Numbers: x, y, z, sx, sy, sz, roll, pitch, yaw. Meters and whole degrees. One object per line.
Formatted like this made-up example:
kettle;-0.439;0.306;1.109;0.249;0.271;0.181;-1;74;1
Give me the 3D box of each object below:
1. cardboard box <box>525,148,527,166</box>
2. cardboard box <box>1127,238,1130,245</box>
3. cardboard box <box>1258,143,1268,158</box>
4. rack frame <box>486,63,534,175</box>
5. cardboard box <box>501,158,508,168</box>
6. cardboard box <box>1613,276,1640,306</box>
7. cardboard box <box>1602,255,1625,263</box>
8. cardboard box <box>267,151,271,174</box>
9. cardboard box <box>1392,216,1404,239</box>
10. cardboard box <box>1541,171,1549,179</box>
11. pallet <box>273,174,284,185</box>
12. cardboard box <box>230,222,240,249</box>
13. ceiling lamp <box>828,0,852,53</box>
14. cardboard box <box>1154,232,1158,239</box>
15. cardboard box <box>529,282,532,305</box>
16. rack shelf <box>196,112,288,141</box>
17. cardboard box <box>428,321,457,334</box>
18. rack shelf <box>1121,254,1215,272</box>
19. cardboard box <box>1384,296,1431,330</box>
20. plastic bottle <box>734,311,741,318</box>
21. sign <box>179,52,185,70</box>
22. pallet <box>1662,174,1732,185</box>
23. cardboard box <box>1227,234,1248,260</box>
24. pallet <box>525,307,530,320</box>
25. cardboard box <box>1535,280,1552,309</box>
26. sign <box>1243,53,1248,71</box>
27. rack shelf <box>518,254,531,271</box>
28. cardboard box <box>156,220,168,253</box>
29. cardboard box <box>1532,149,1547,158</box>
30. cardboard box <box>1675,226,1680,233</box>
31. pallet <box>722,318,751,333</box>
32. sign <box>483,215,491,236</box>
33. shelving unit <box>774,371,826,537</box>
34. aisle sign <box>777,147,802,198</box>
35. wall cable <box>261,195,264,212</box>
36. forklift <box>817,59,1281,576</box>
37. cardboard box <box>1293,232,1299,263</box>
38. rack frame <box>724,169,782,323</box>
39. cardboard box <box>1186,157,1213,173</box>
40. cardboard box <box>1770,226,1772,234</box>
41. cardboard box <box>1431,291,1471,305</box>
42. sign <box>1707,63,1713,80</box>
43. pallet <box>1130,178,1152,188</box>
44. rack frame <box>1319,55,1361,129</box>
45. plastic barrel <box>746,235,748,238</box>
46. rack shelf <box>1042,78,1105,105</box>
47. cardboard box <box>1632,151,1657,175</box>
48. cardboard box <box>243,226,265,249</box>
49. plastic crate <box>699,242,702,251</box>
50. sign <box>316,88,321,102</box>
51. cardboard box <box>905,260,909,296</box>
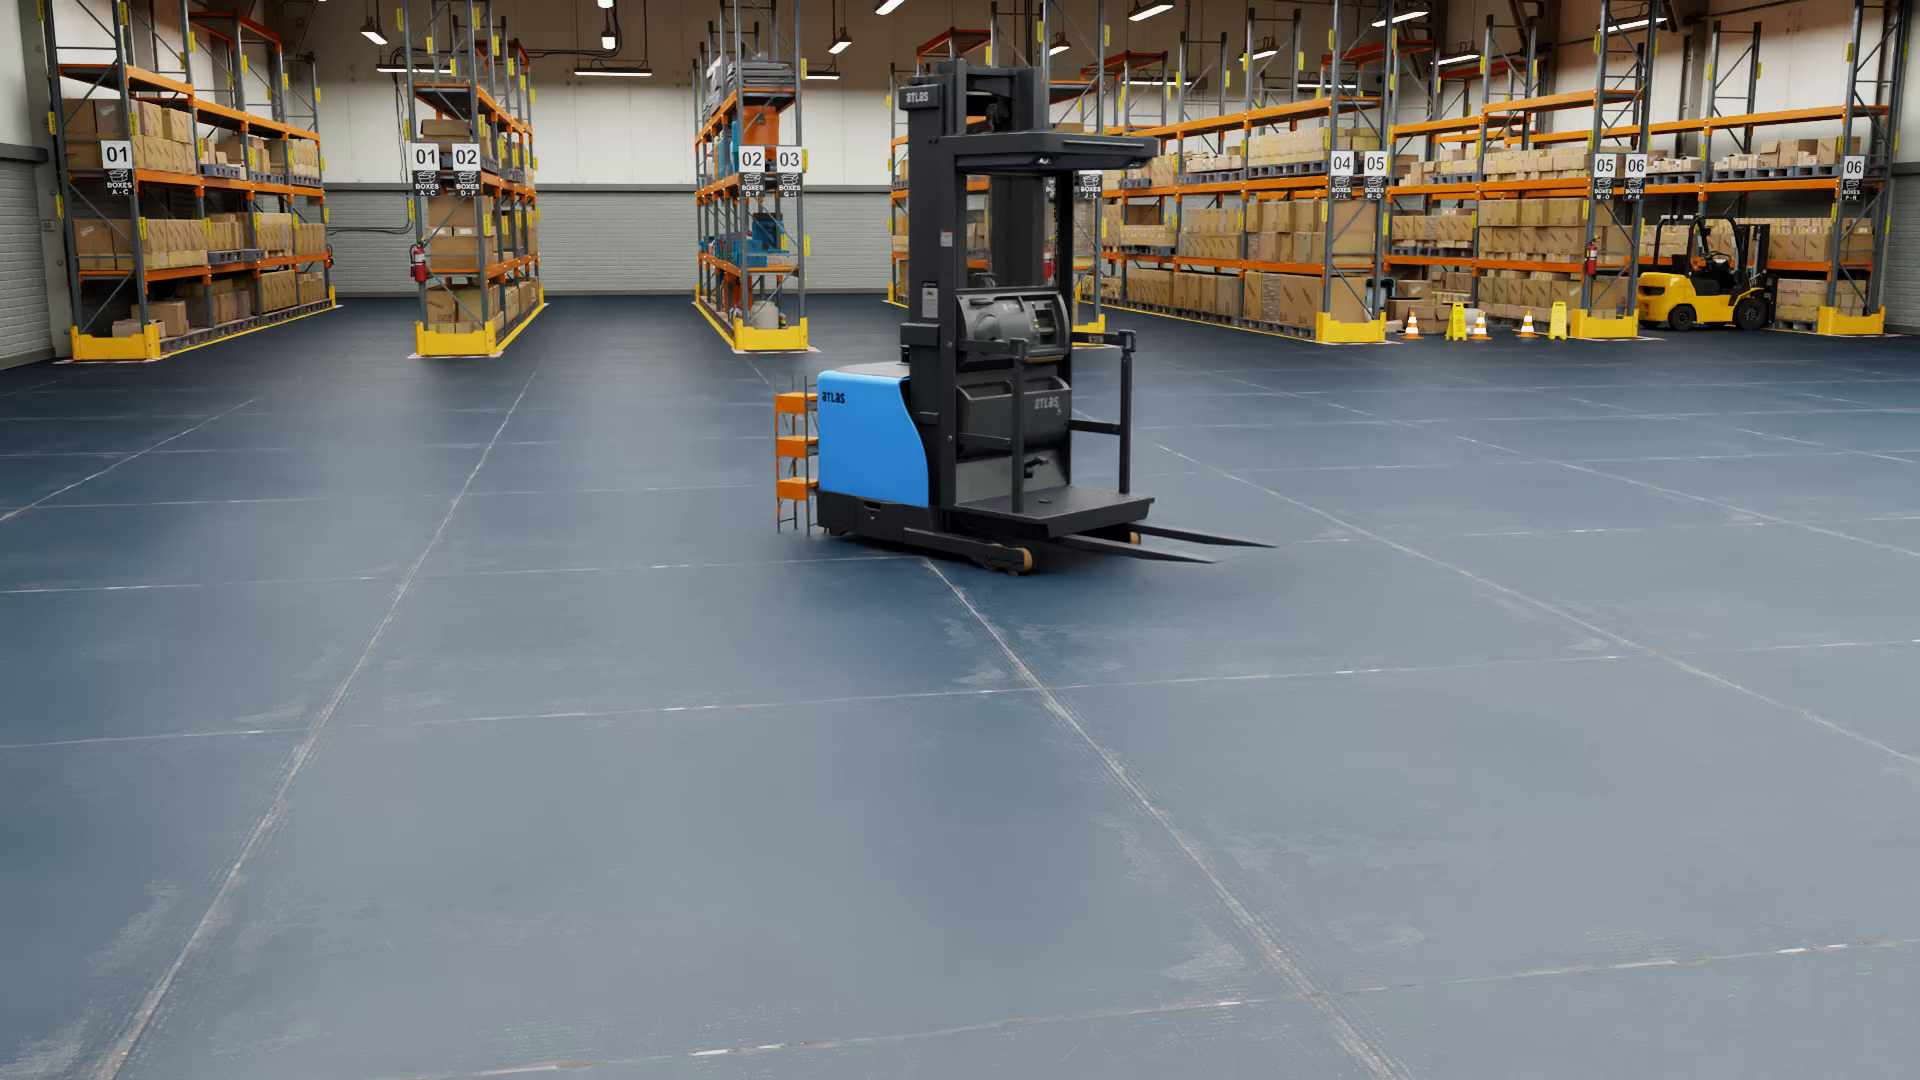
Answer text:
cardboard box;-10.864;-9.243;40.273;0.700;0.500;0.500;-2;11;-11
cardboard box;4.131;-7.008;39.042;0.380;0.149;0.250;-2;11;-11
cardboard box;5.877;-7.252;30.971;0.500;0.250;0.500;-2;11;-11
rack frame;-10.980;-10.270;40.587;1.000;3.000;0.127;-2;11;-11
cardboard box;-9.542;-7.457;33.563;0.910;0.500;0.500;-2;11;-11
cardboard box;15.125;-5.562;37.125;0.875;0.625;0.625;-2;11;-9
cardboard box;11.707;-5.055;29.903;0.380;0.149;0.250;-2;11;-11
cardboard box;-14.997;-7.982;35.144;0.700;0.500;0.500;-3;11;-14
cardboard box;9.875;-6.886;36.667;0.500;0.500;0.500;-2;11;-13
cardboard box;11.005;-6.750;30.786;0.380;0.149;0.250;-2;11;-13
pallet;-14.834;-7.622;35.207;0.805;0.209;1.217;-3;11;-13
cardboard box;-14.046;-5.753;31.454;0.700;0.500;0.500;-3;11;-16
ceiling lamp;-2.435;-12.532;36.860;0.800;3.185;2.000;-2;11;-11
cardboard box;4.529;-6.777;37.034;0.380;0.149;0.250;-2;11;-10
cardboard box;-9.825;-5.497;37.065;0.500;0.500;0.500;-2;11;-11
rack shelf;-14.672;-8.439;33.960;1.077;0.370;4.000;-2;11;-11
cardboard box;-8.262;-3.332;26.408;0.500;0.250;0.500;-2;11;-11
rack shelf;4.790;-6.390;38.173;1.077;0.370;4.000;-2;11;-11
cardboard box;8.555;-4.350;31.842;0.797;0.637;0.503;-2;11;-11
plastic bottle;-3.845;-3.840;28.954;0.152;0.276;0.135;-2;11;-13
sign;-14.826;-9.138;31.717;0.100;0.325;0.005;-2;11;-11
pallet;15.476;-7.564;34.904;0.805;0.209;1.217;-3;11;-13
cardboard box;5.593;-5.779;32.767;0.500;0.500;0.500;-2;11;-11
pallet;-9.766;-4.847;35.600;1.003;0.211;1.213;-2;11;-11
cardboard box;11.054;-4.565;30.885;0.500;0.500;0.500;-2;11;-9
sign;5.427;-9.066;31.553;0.100;0.325;0.005;-2;11;-11
rack shelf;-9.813;-5.869;35.434;1.077;0.370;4.000;-2;11;-11
cardboard box;-12.611;-4.702;25.718;0.500;0.500;0.500;-2;11;-11
cardboard box;10.884;-7.182;30.922;0.380;0.149;0.250;-2;11;-10
cardboard box;15.312;-6.539;35.027;0.380;0.149;0.250;-2;11;-11
pallet;-3.978;-4.074;31.538;1.003;0.211;1.213;-2;11;-11
sign;-7.323;-4.872;25.742;0.100;0.325;0.005;-2;11;-11
shelving unit;-1.041;-0.564;10.851;0.252;1.050;0.215;7;13;31
aisle sign;-2.707;-5.842;26.417;0.394;0.787;0.004;-2;11;-11
wall cable;-17.015;-7.842;41.156;0.084;1.984;1.851;-2;11;-11
forklift;0.482;-1.342;9.910;3.031;2.935;1.130;10;15;43
cardboard box;6.504;-5.257;29.894;0.875;0.550;0.550;-2;11;-11
rack frame;-3.787;-5.301;30.528;1.000;3.000;0.127;-2;11;-11
cardboard box;5.104;-7.921;35.118;0.500;0.311;0.500;-2;11;-11
cardboard box;15.863;-5.994;32.165;0.380;0.149;0.250;-2;11;-11
cardboard box;10.408;-5.113;35.440;0.950;0.372;0.625;-2;11;-9
sign;15.131;-9.446;33.548;0.100;0.325;0.005;-2;11;-11
pallet;4.621;-8.185;38.156;1.213;0.211;1.003;-2;11;-11
rack frame;9.236;-10.256;40.515;1.000;3.000;0.127;-2;11;-11
plastic barrel;-4.073;-5.832;33.015;0.421;0.512;0.421;0;11;0
rack shelf;1.461;-7.707;29.053;1.077;0.370;4.000;-2;11;-11
cardboard box;14.981;-8.304;36.624;0.700;0.500;0.500;-2;11;-12
cardboard box;-14.126;-5.978;32.967;0.500;0.500;0.500;-2;11;-9
plastic crate;-6.139;-7.151;40.531;0.416;0.233;0.300;-2;11;-11
sign;-15.303;-10.604;39.632;0.100;0.325;0.005;-2;11;-11
cardboard box;-0.882;-6.564;41.718;0.875;0.875;0.875;-2;11;-11
